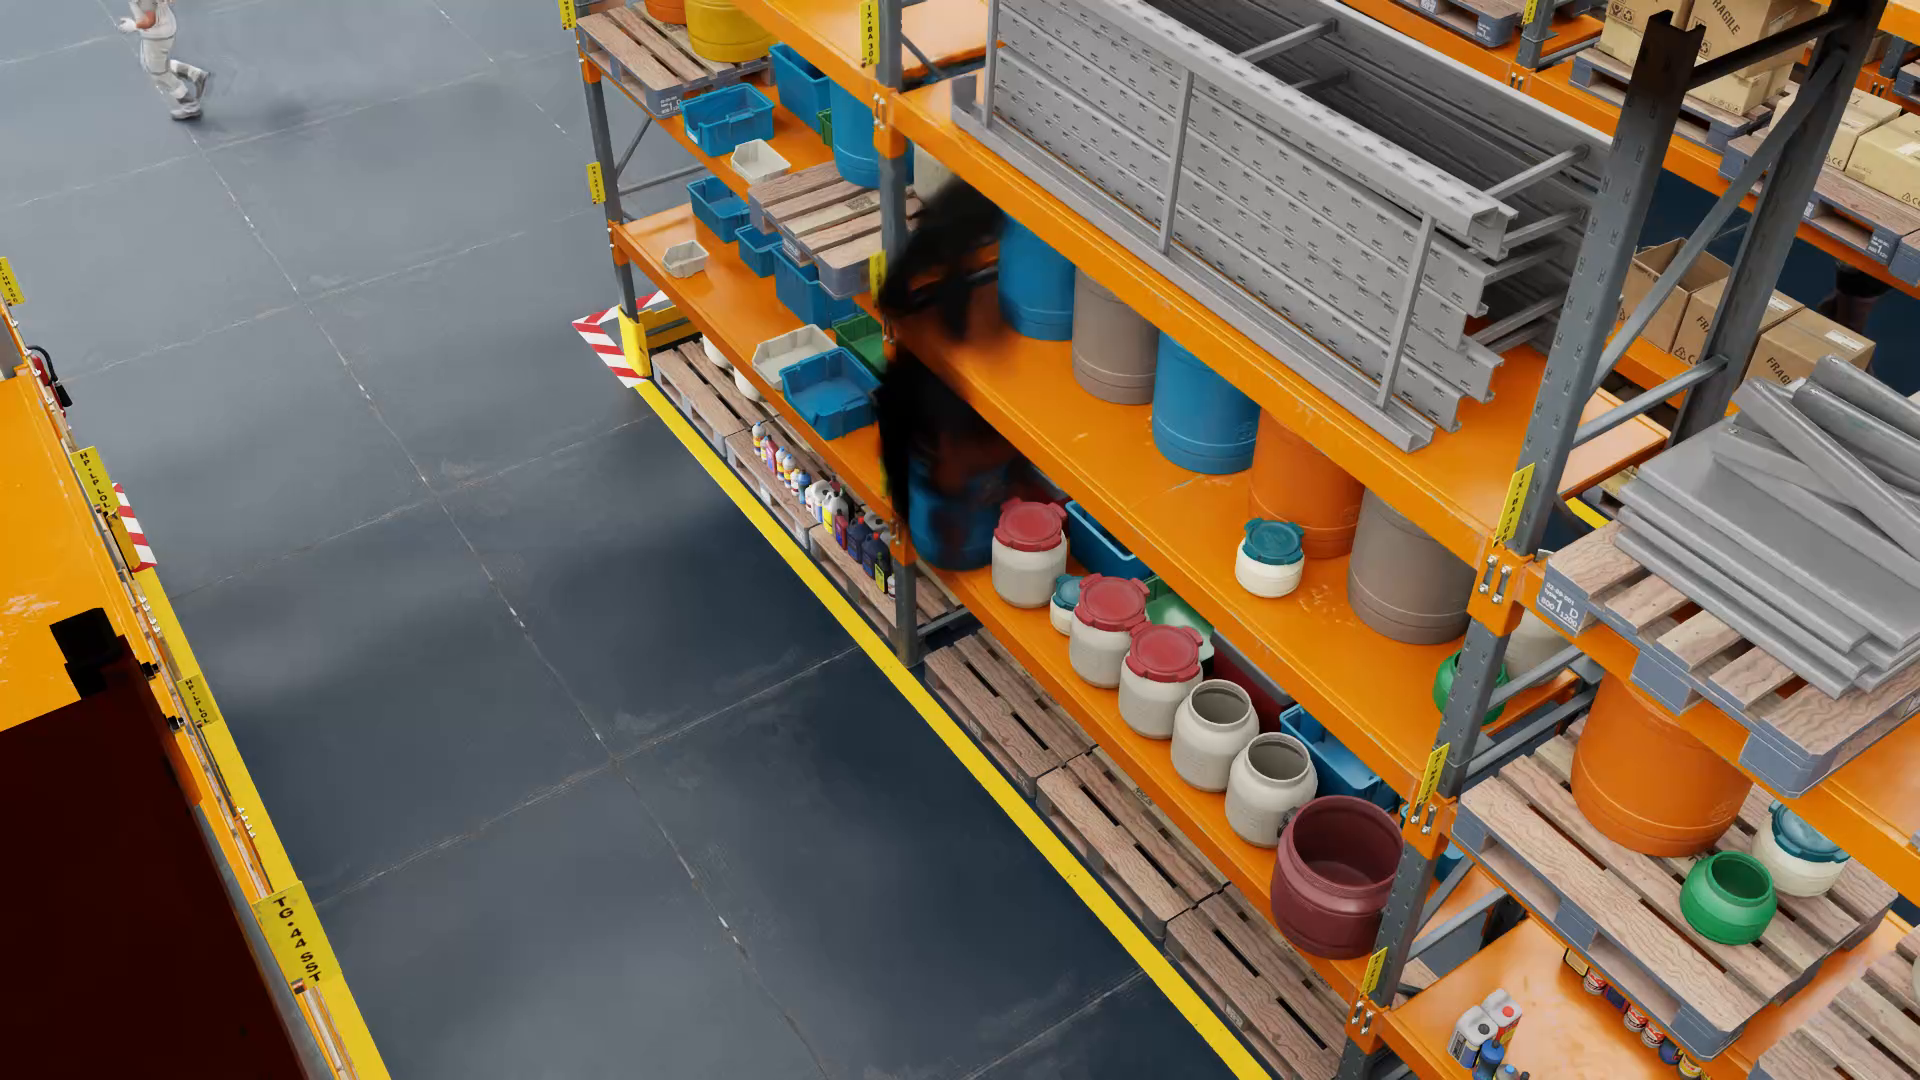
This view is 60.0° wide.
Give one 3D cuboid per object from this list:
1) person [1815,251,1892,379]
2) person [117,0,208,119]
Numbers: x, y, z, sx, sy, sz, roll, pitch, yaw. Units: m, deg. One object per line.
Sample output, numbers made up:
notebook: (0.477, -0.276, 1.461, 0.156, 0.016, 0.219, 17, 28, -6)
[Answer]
person: (6.776, -1.845, 12.507, 0.639, 1.770, 0.793, -29, 50, -28)
person: (-7.577, -4.800, 15.693, 0.595, 1.735, 0.666, -8, 43, -9)
